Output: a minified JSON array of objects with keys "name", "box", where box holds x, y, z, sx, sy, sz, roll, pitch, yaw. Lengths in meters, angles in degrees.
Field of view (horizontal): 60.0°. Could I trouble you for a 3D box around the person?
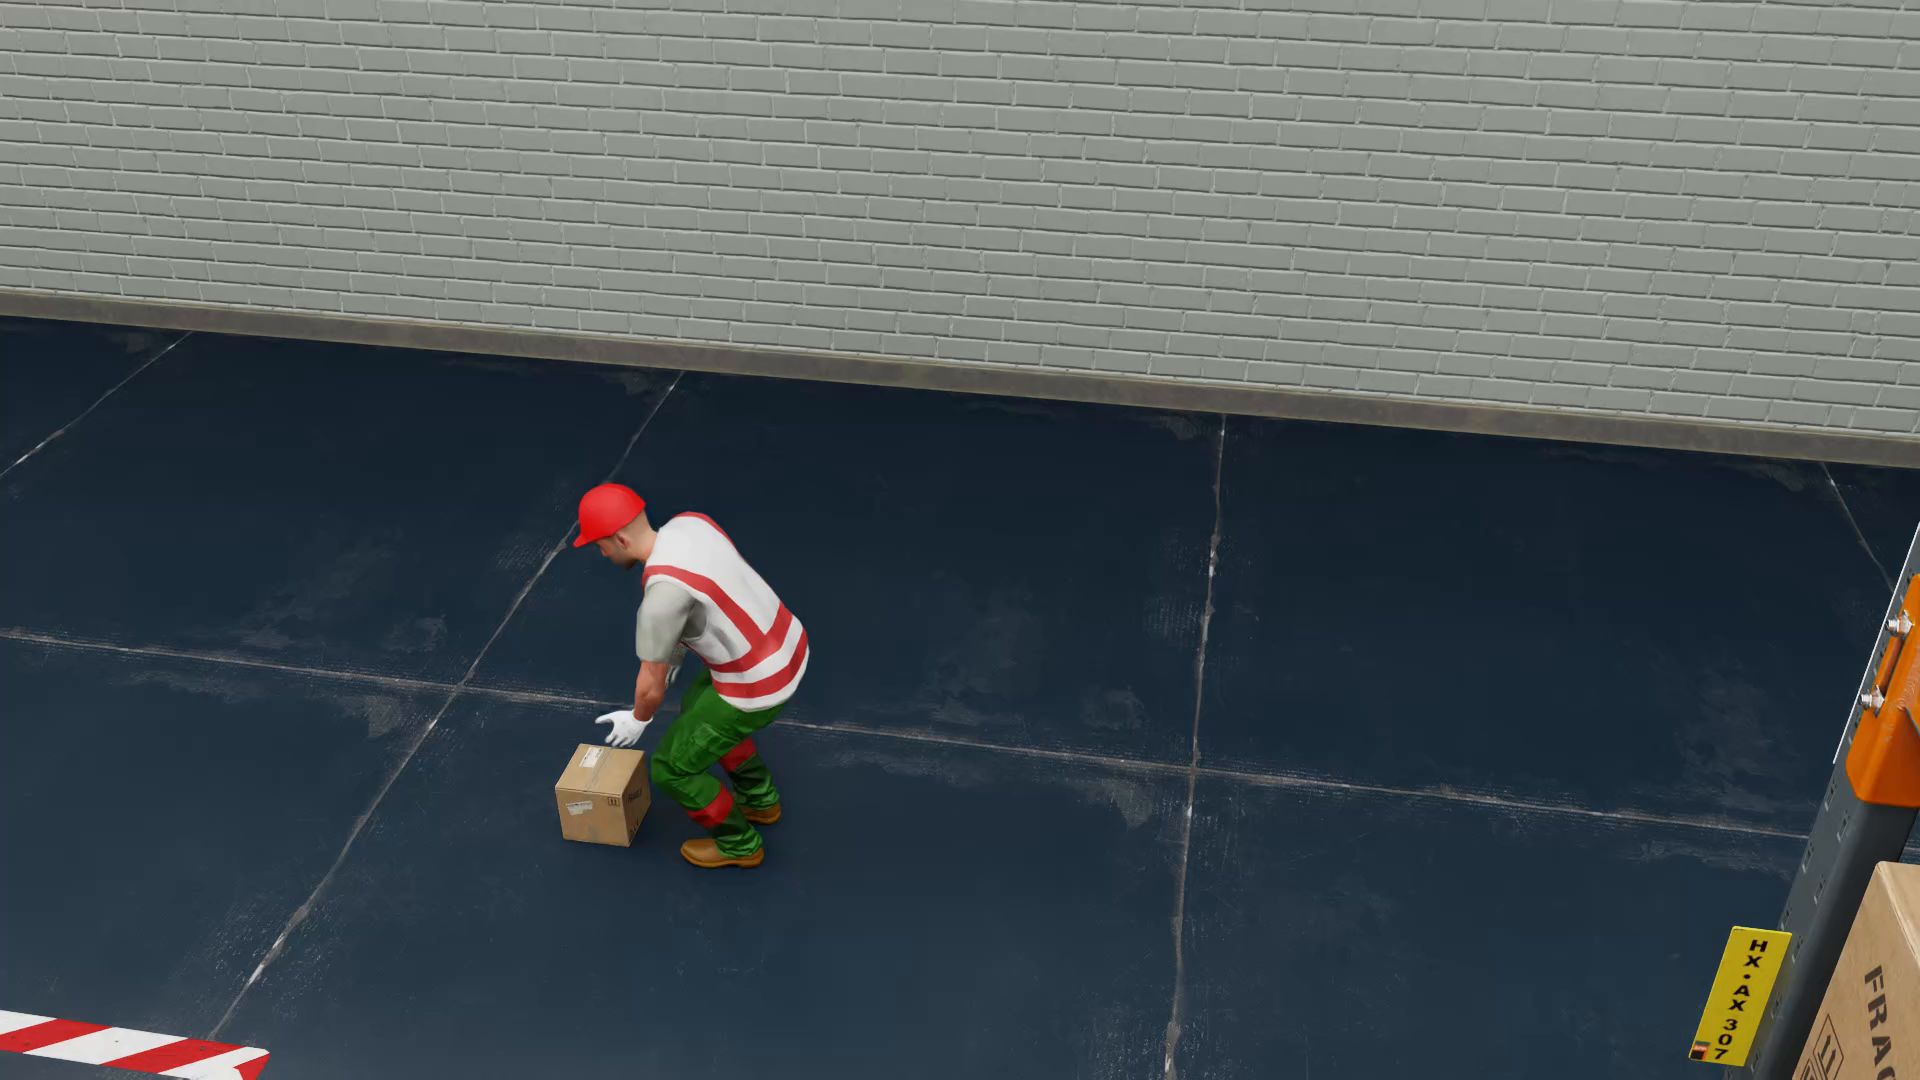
[{"name":"person","box":[-0.891,0.473,5.659,0.731,1.471,0.582,5,32,8]}]
